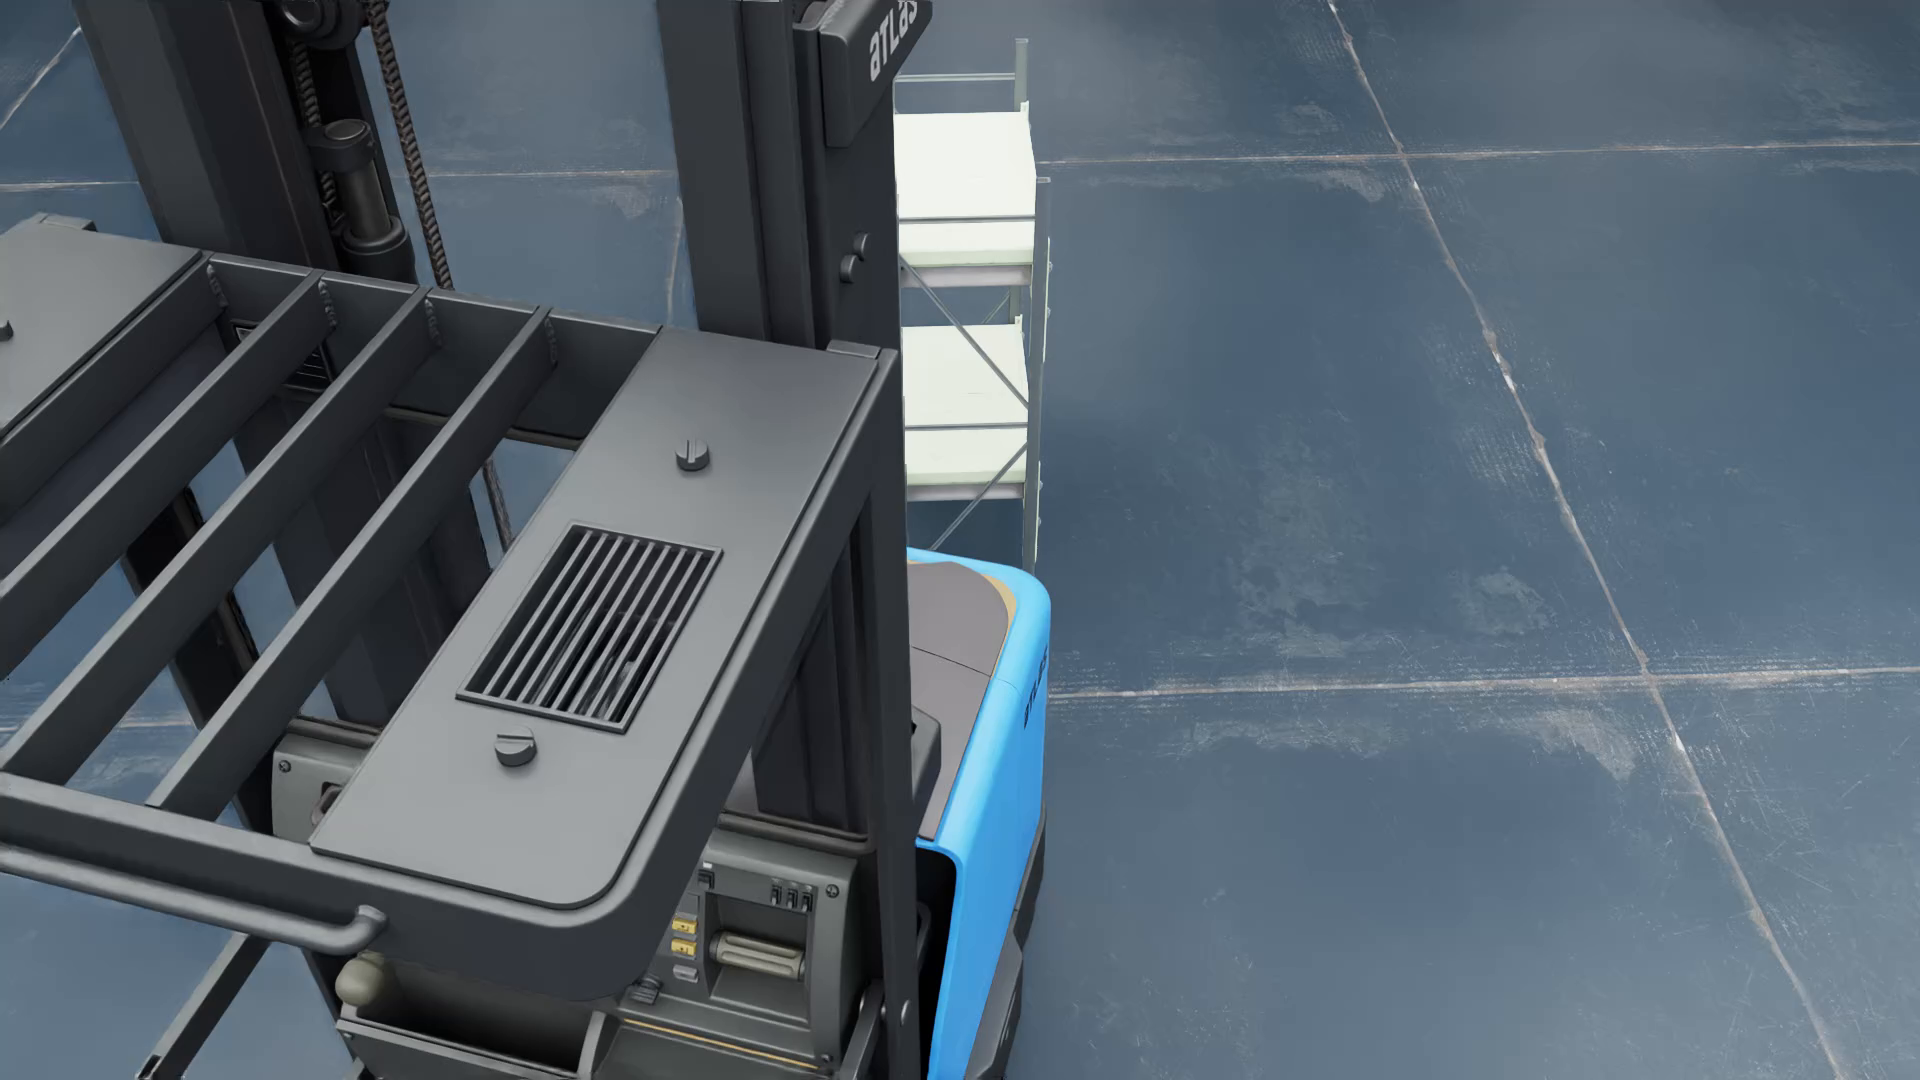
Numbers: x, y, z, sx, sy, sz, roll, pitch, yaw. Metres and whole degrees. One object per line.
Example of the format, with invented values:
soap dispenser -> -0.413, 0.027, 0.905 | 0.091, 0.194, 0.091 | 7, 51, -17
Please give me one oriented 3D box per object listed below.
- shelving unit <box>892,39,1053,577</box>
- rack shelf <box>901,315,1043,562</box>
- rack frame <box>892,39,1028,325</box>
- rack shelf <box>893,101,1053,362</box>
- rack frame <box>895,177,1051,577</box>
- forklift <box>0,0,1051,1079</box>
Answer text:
shelving unit -> 0.000, -0.548, 4.738 | 0.431, 1.500, 0.755 | -2, 43, -2
rack shelf -> 0.000, -0.308, 4.959 | 0.431, 0.370, 0.720 | -2, 43, -2
rack frame -> -0.015, -0.795, 5.008 | 0.400, 1.500, 0.023 | -2, 43, -2
rack shelf -> 0.000, -0.836, 4.475 | 0.431, 0.370, 0.720 | -2, 43, -2
rack frame -> 0.016, -0.301, 4.469 | 0.400, 1.500, 0.023 | -2, 43, -2
forklift -> -0.667, 0.656, 2.365 | 1.130, 2.935, 3.031 | 10, 44, 11
